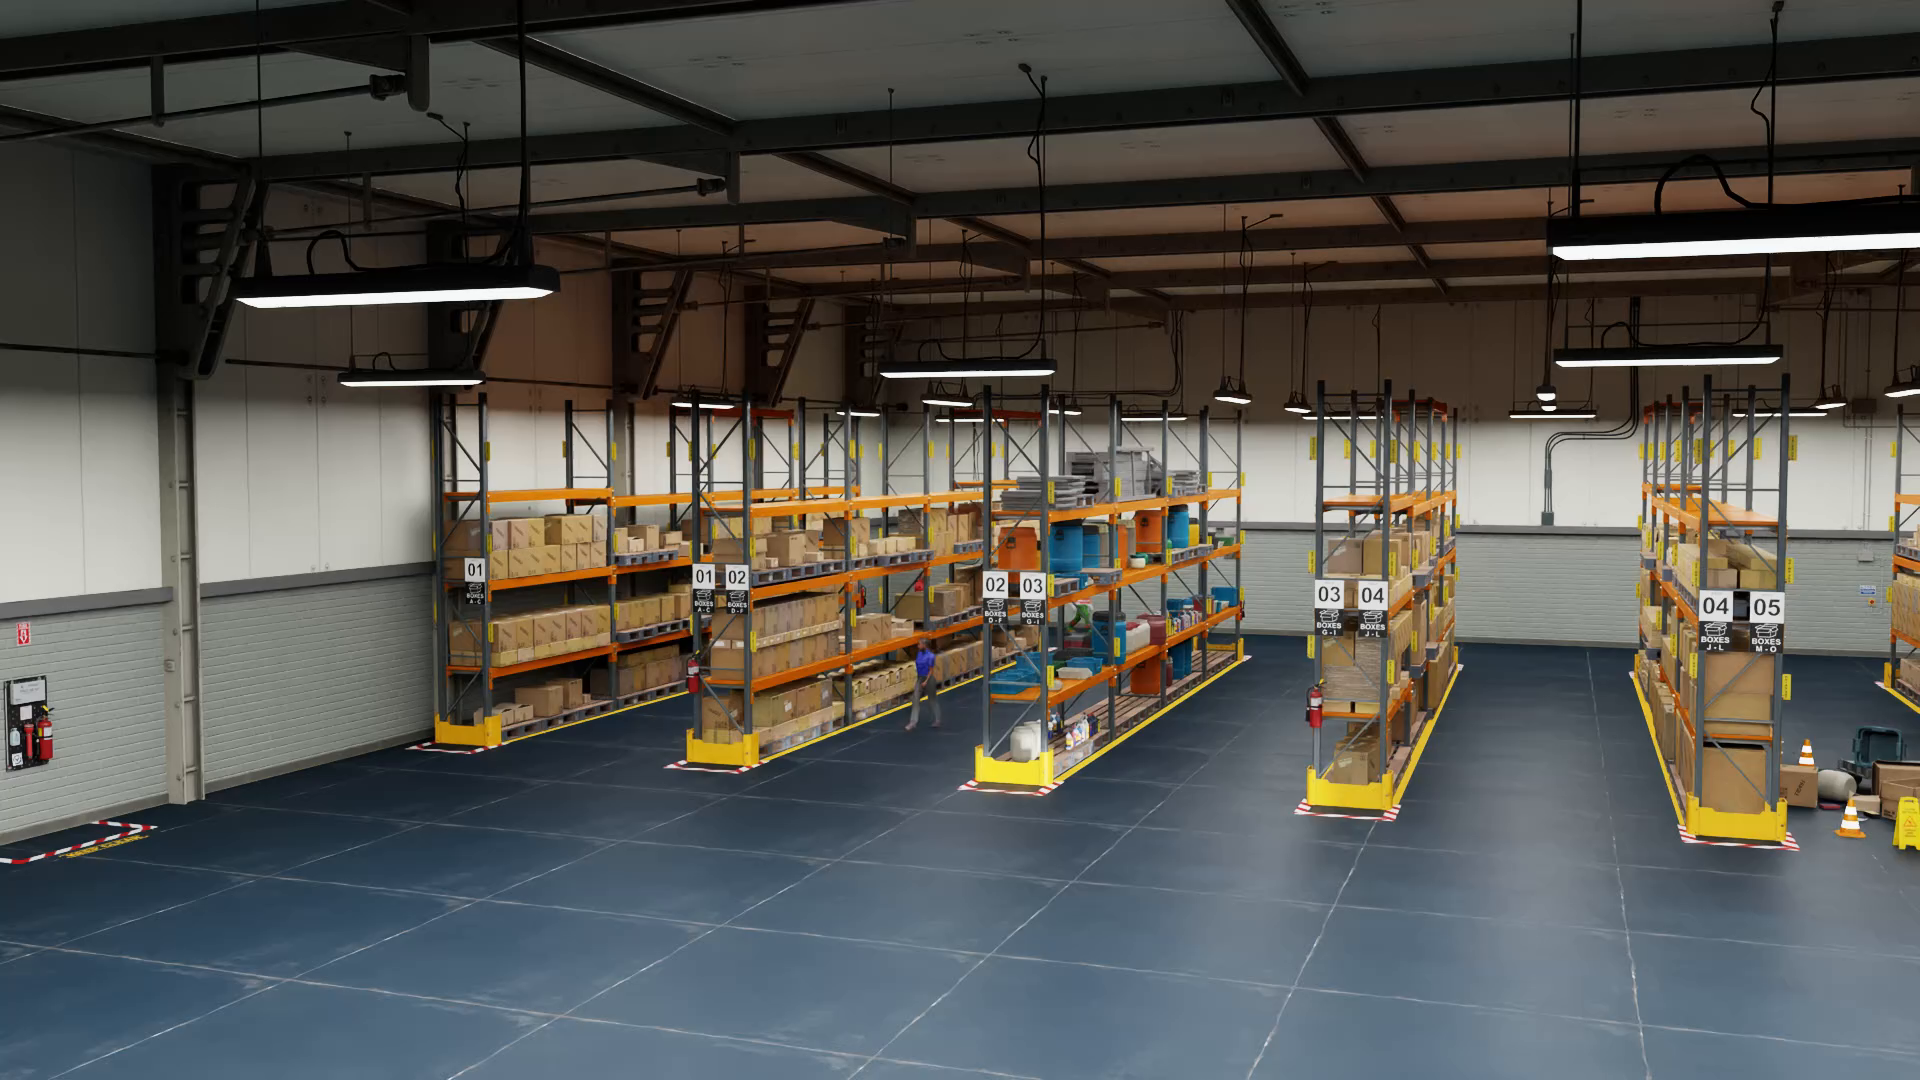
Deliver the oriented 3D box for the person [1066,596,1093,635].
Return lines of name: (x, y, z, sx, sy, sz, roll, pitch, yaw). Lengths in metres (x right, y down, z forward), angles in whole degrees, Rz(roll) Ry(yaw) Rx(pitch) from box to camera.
person: (3.337, 1.746, 45.055, 1.143, 1.731, 0.500, 2, 4, 37)

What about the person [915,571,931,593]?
person: (-1.018, 1.705, 45.503, 0.565, 1.709, 0.532, 3, 4, 43)

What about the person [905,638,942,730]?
person: (-0.670, 2.582, 29.947, 0.467, 1.611, 0.879, 3, 4, 40)
